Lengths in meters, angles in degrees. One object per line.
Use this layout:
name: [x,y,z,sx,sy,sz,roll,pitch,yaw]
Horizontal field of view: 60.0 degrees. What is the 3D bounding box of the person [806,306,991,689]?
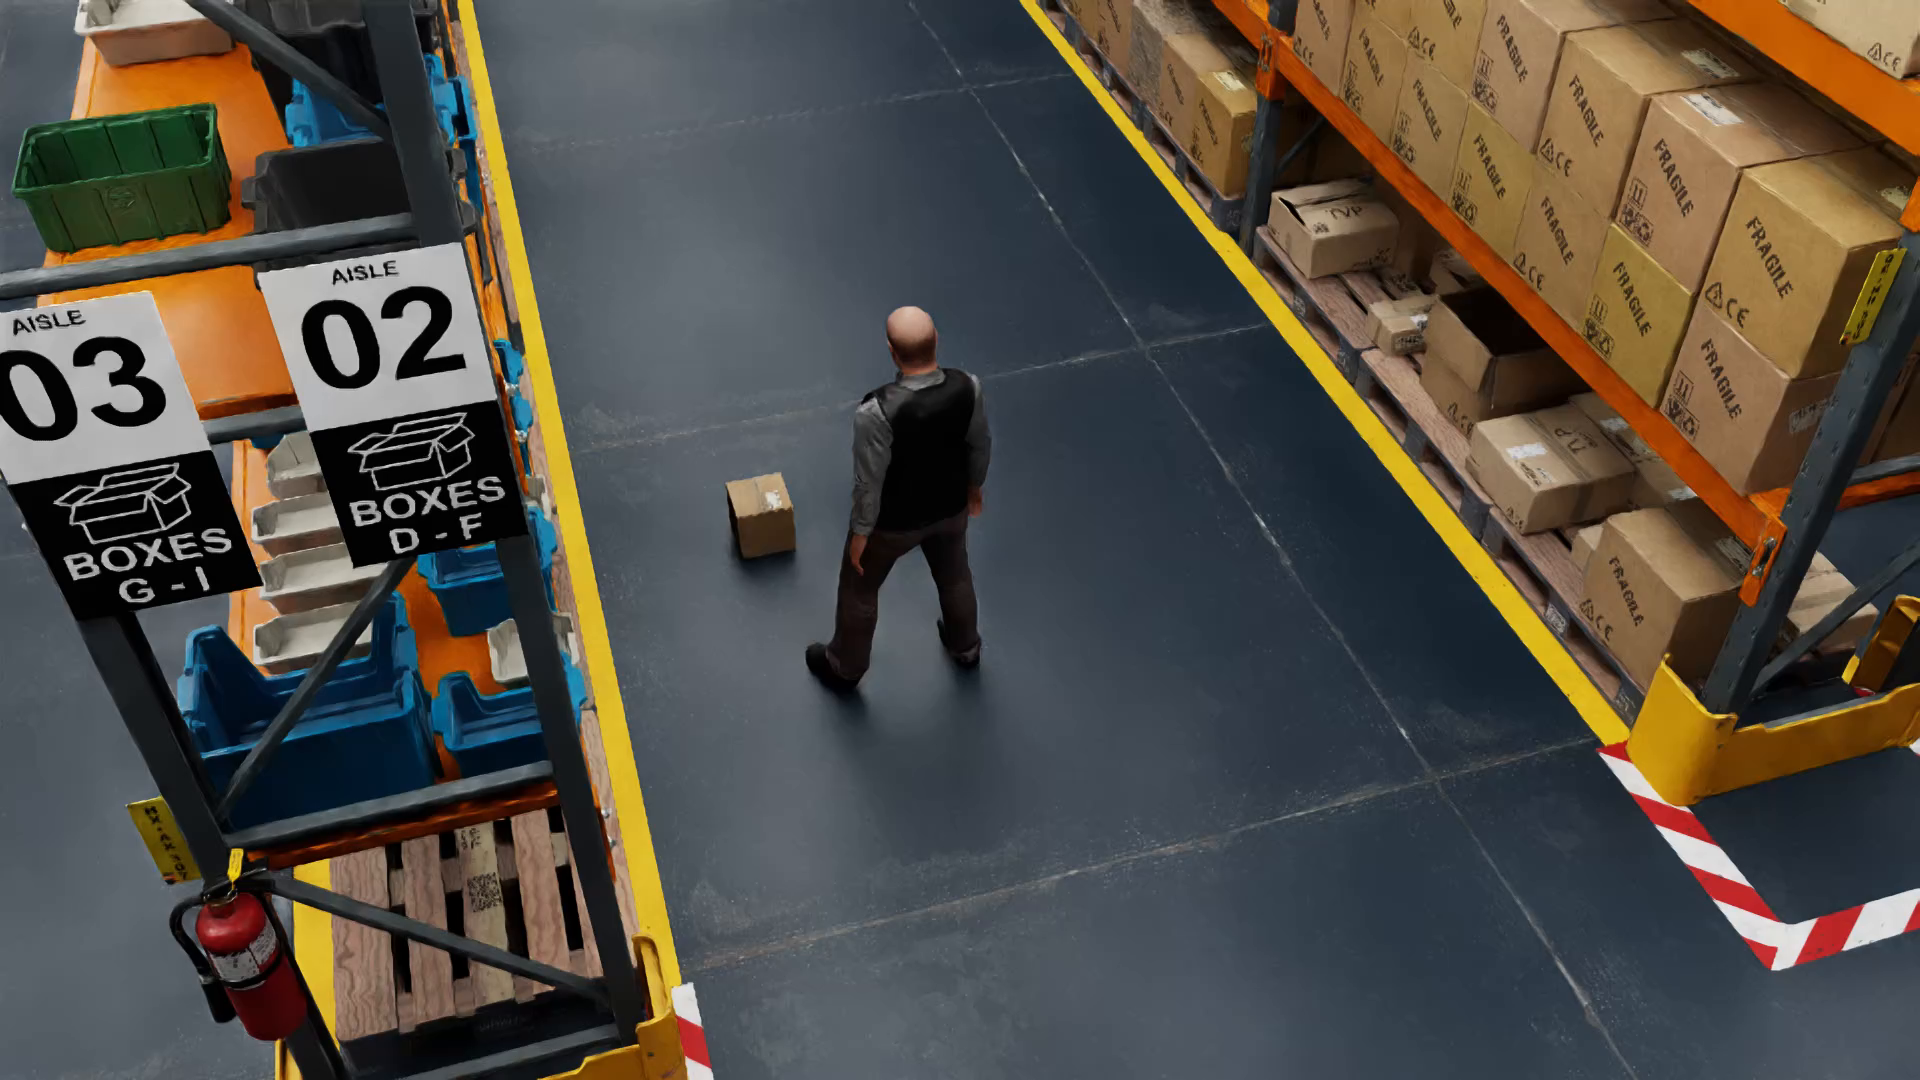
person: [-0.245,-0.135,6.304,0.699,1.714,0.469,-22,46,-22]
